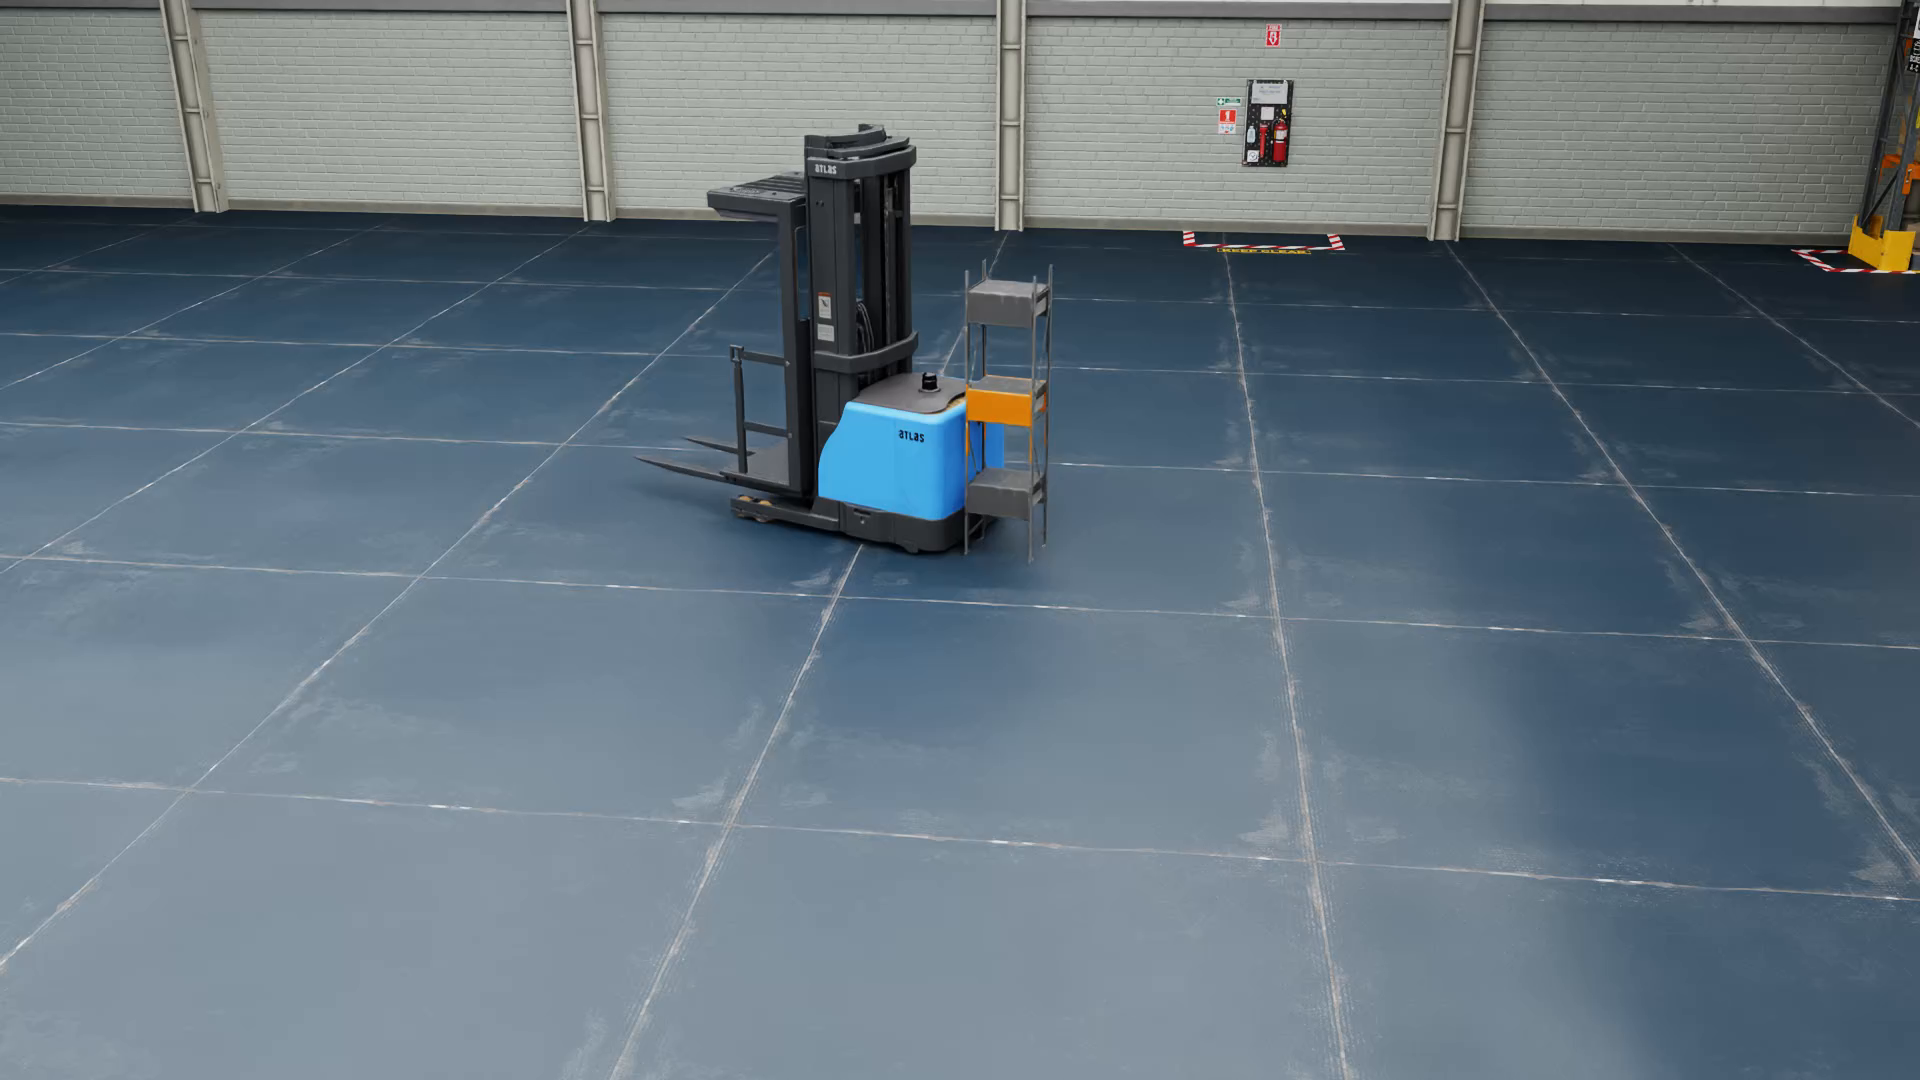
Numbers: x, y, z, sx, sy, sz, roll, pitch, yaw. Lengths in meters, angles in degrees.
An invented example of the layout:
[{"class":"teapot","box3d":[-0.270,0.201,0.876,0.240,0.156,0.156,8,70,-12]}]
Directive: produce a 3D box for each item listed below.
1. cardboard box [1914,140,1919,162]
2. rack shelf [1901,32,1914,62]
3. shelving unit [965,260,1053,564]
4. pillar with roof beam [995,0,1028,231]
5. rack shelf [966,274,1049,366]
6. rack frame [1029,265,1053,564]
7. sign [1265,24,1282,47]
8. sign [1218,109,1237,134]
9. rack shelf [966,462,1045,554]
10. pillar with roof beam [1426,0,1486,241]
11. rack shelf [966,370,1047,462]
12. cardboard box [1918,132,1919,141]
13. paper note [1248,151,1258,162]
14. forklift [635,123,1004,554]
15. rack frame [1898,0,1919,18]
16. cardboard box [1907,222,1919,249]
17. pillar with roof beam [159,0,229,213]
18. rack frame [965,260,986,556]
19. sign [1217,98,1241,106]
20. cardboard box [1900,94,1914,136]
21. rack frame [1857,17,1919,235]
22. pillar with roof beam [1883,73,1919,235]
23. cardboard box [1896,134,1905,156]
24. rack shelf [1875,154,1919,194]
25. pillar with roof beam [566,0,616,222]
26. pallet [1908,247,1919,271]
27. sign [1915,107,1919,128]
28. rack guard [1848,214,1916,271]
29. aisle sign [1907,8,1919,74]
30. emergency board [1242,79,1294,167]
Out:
[{"class":"cardboard box","box3d":[12.274,-4.816,20.718,0.500,0.250,0.500,2,22,5]},{"class":"rack shelf","box3d":[13.813,-5.987,20.403,4.000,0.370,1.077,2,22,6]},{"class":"shelving unit","box3d":[0.340,-0.901,11.864,0.503,2.100,0.431,8,23,18]},{"class":"pillar with roof beam","box3d":[0.200,-7.036,17.998,0.400,9.000,9.100,2,22,6]},{"class":"rack shelf","box3d":[0.340,-1.540,11.611,0.480,0.518,0.431,8,23,18]},{"class":"rack frame","box3d":[0.570,-0.871,11.786,0.015,2.100,0.400,8,23,18]},{"class":"sign","box3d":[4.219,-6.794,22.392,0.199,0.298,0.001,2,22,6]},{"class":"sign","box3d":[3.679,-5.757,22.874,0.234,0.329,0.001,2,22,6]},{"class":"rack shelf","box3d":[0.340,-0.238,12.126,0.480,0.518,0.431,8,23,18]},{"class":"pillar with roof beam","box3d":[6.159,-6.777,17.341,0.400,9.000,9.100,2,22,6]},{"class":"rack shelf","box3d":[0.340,-0.889,11.869,0.480,0.518,0.431,8,23,18]},{"class":"cardboard box","box3d":[12.265,-5.171,20.597,0.500,0.500,0.500,3,22,6]},{"class":"paper note","box3d":[4.048,-5.302,22.970,0.142,0.148,0.016,2,22,6]},{"class":"forklift","box3d":[-1.181,-1.649,12.625,3.031,2.935,1.130,12,25,29]},{"class":"rack frame","box3d":[11.827,-7.803,19.938,0.127,3.000,1.000,2,22,6]},{"class":"cardboard box","box3d":[12.503,-3.905,21.295,0.500,0.311,0.500,0,22,0]},{"class":"pillar with roof beam","box3d":[-11.716,-7.555,19.311,0.400,9.000,9.100,2,22,6]},{"class":"rack frame","box3d":[0.111,-0.932,11.941,0.015,2.100,0.400,8,23,18]},{"class":"sign","box3d":[3.682,-6.000,22.768,0.331,0.109,0.001,2,22,6]},{"class":"cardboard box","box3d":[12.320,-5.359,21.071,0.500,0.500,0.500,2,22,6]},{"class":"rack frame","box3d":[11.827,-5.013,21.041,0.127,3.000,1.000,2,22,6]},{"class":"pillar with roof beam","box3d":[12.117,-6.517,16.684,0.400,9.000,9.100,2,22,6]},{"class":"cardboard box","box3d":[12.314,-5.003,21.192,0.500,0.250,0.500,3,22,7]},{"class":"rack shelf","box3d":[13.813,-4.592,20.954,4.000,0.370,1.077,2,22,6]},{"class":"pillar with roof beam","box3d":[-5.758,-7.296,18.654,0.400,9.000,9.100,2,22,6]},{"class":"pallet","box3d":[12.705,-3.665,21.423,1.213,0.211,1.003,2,22,6]},{"class":"sign","box3d":[11.763,-5.218,20.380,0.005,0.325,0.100,2,22,6]},{"class":"rack guard","box3d":[11.902,-3.848,21.492,0.348,0.500,1.175,2,22,6]},{"class":"aisle sign","box3d":[11.720,-6.116,20.294,0.004,0.787,0.394,2,22,6]},{"class":"emergency board","box3d":[4.216,-5.679,22.725,0.643,1.169,0.194,2,22,6]}]
